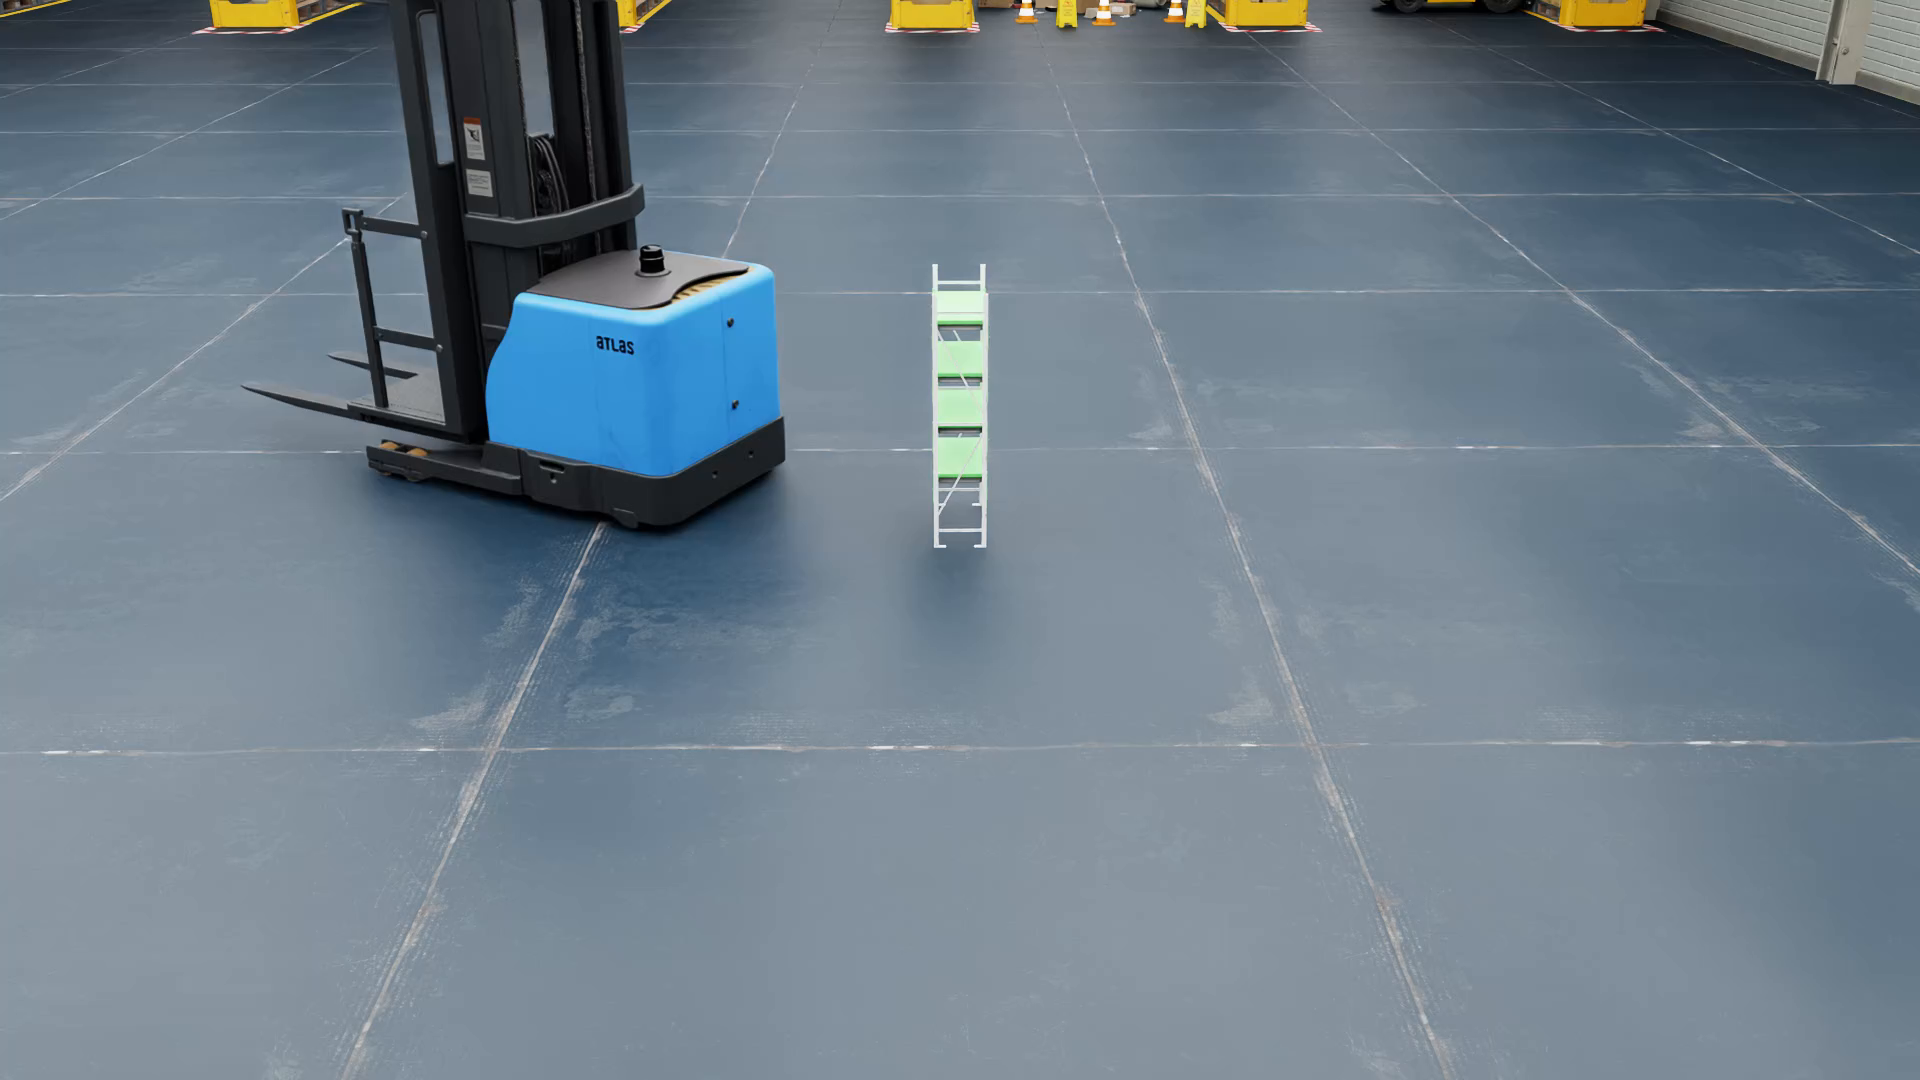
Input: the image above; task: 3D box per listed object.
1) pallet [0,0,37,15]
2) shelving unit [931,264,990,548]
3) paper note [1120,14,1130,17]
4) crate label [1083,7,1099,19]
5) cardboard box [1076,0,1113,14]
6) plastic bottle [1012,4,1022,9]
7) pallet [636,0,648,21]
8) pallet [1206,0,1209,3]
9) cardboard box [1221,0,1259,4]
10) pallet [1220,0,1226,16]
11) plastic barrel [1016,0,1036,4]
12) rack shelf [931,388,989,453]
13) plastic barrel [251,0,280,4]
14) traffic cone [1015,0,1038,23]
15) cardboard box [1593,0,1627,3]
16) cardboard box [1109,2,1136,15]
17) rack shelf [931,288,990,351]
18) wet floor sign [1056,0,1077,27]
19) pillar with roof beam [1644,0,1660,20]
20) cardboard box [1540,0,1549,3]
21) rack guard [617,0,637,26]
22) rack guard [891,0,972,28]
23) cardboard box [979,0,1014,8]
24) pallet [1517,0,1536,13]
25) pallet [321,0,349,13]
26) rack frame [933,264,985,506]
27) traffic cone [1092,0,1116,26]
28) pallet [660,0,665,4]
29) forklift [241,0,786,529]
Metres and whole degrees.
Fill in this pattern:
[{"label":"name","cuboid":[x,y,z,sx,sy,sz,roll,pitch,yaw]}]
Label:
[{"label":"pallet","cuboid":[-15.342,-8.456,26.189,1.003,0.211,1.213,0,24,-1]},{"label":"shelving unit","cuboid":[-0.002,-0.615,7.654,0.258,1.200,0.503,0,24,-1]},{"label":"paper note","cuboid":[2.533,-8.025,25.456,0.148,0.019,0.142,-9,26,-19]},{"label":"crate label","cuboid":[2.063,-8.043,25.367,0.250,0.136,0.298,-14,28,-28]},{"label":"cardboard box","cuboid":[1.983,-8.572,26.093,0.797,0.503,0.637,-19,31,-36]},{"label":"plastic bottle","cuboid":[0.984,-8.507,26.486,0.283,0.061,0.133,-9,26,-19]},{"label":"pallet","cuboid":[-5.350,-8.048,25.289,1.003,0.211,1.213,0,24,-1]},{"label":"pallet","cuboid":[4.533,-9.098,27.611,1.003,0.211,1.213,0,24,-1]},{"label":"cardboard box","cuboid":[4.256,-8.277,25.239,0.500,0.250,0.500,0,24,-1]},{"label":"pallet","cuboid":[4.560,-8.093,25.388,1.003,0.211,1.213,0,24,-1]},{"label":"plastic barrel","cuboid":[1.088,-8.947,27.019,0.512,0.421,0.421,19,30,35]},{"label":"rack shelf","cuboid":[-0.002,-0.557,7.680,0.258,0.148,0.480,0,24,-1]},{"label":"plastic barrel","cuboid":[-10.412,-8.259,24.880,0.421,0.512,0.421,0,24,0]},{"label":"traffic cone","cuboid":[1.000,-8.003,24.883,0.336,0.463,0.334,0,24,-1]},{"label":"cardboard box","cuboid":[9.688,-8.163,24.985,0.500,0.250,0.500,0,24,0]},{"label":"cardboard box","cuboid":[2.500,-8.229,25.764,0.380,0.149,0.250,13,27,27]},{"label":"rack shelf","cuboid":[-0.002,-0.994,7.482,0.258,0.148,0.480,0,24,-1]},{"label":"wet floor sign","cuboid":[1.566,-7.858,24.340,0.267,0.644,0.232,-4,25,-10]},{"label":"pillar with roof beam","cuboid":[6.086,-12.026,23.420,9.100,9.000,0.400,0,24,-1]},{"label":"cardboard box","cuboid":[9.180,-8.357,25.414,0.500,0.250,0.500,0,24,-1]},{"label":"rack guard","cuboid":[-5.376,-7.845,24.489,1.175,0.500,0.348,0,24,-1]},{"label":"rack guard","cuboid":[-0.414,-7.784,24.355,1.175,0.500,0.348,0,24,-1]},{"label":"cardboard box","cuboid":[0.585,-8.809,26.617,0.500,0.500,0.500,4,25,9]},{"label":"pallet","cuboid":[9.437,-8.567,26.436,1.003,0.211,1.213,0,24,-1]},{"label":"pallet","cuboid":[-10.390,-8.527,26.348,1.003,0.211,1.213,0,24,-1]},{"label":"rack frame","cuboid":[-0.004,-0.715,7.876,0.240,1.200,0.015,0,24,-1]},{"label":"traffic cone","cuboid":[2.133,-7.868,24.584,0.336,0.463,0.334,0,24,-1]},{"label":"pallet","cuboid":[-5.376,-9.054,27.512,1.003,0.211,1.213,0,24,-1]},{"label":"forklift","cuboid":[-2.436,-1.805,8.185,3.031,2.935,1.130,12,27,25]}]
